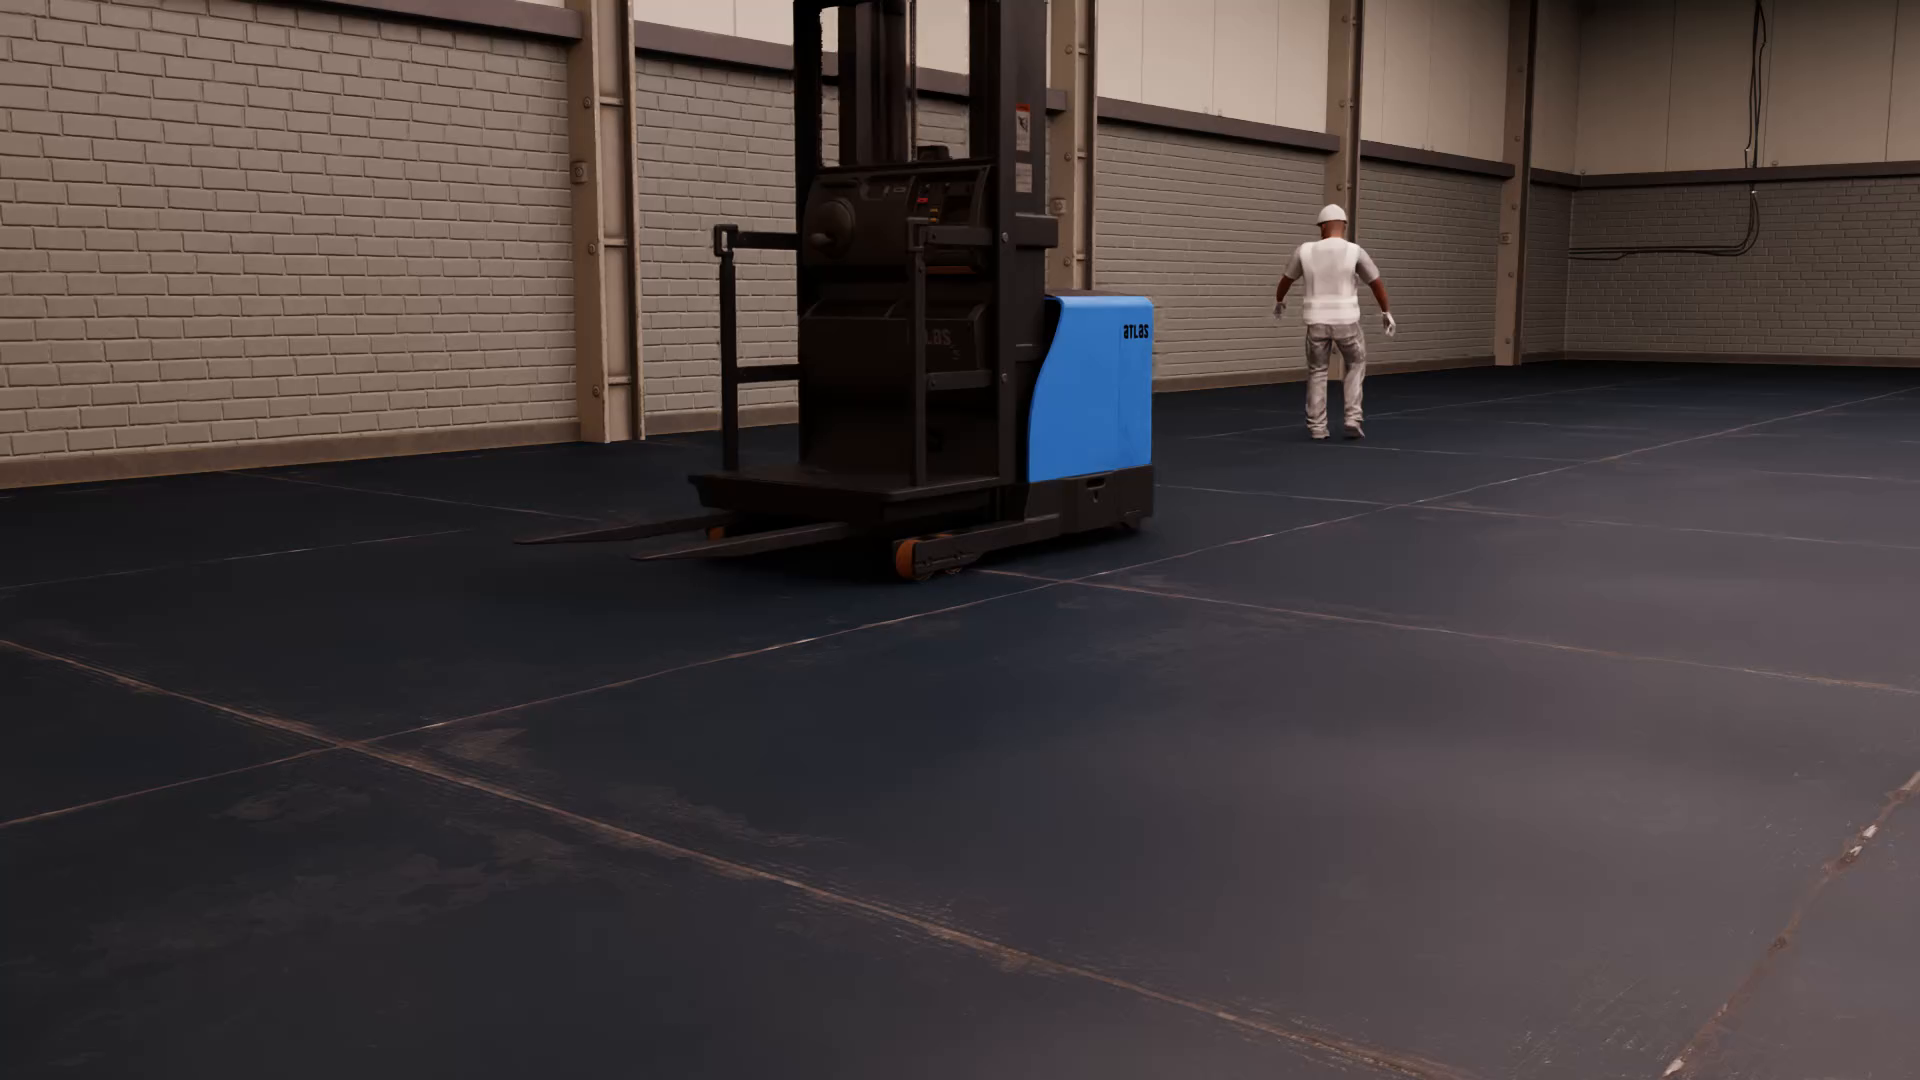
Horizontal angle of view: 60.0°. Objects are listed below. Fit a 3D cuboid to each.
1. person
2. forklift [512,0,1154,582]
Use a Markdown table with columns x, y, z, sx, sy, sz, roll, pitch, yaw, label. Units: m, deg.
| x | y | z | sx | sy | sz | roll | pitch | yaw | label |
| --- | --- | --- | --- | --- | --- | --- | --- | --- | --- |
| 2.815 | -1.633 | 12.636 | 0.946 | 1.798 | 0.483 | 4 | 9 | 25 | person |
| -0.396 | -1.370 | 6.645 | 1.130 | 2.935 | 3.031 | 6 | 10 | 37 | forklift |
